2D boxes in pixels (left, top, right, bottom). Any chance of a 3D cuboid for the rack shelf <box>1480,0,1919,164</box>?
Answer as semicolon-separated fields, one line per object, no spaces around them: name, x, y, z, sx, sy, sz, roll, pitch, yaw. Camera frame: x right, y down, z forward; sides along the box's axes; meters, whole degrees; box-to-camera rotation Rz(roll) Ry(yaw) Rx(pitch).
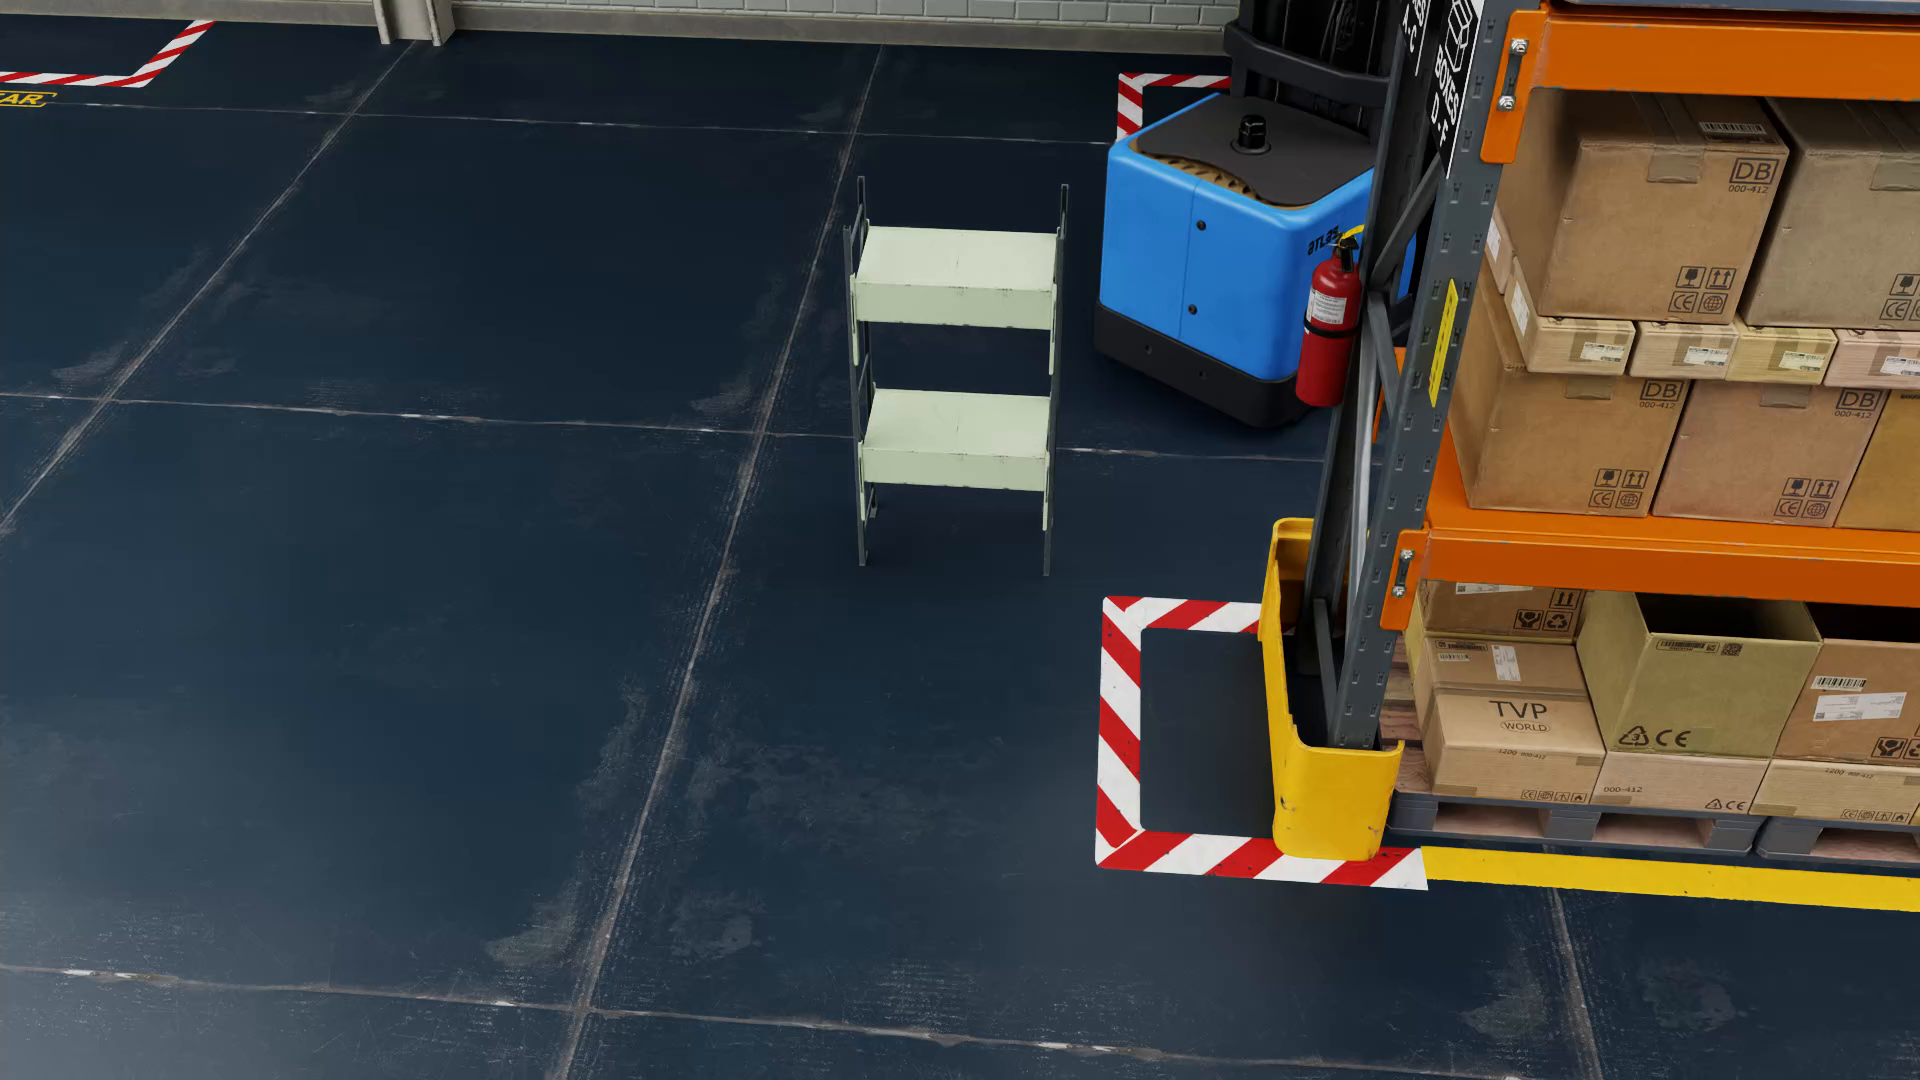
rack shelf;3.276;-1.257;4.112;4.000;0.370;1.077;3;39;4

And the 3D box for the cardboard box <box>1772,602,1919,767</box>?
cardboard box;2.796;0.346;5.201;0.500;0.500;0.500;3;39;4

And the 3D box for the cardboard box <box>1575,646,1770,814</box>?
cardboard box;2.297;0.616;5.462;0.500;0.250;0.500;3;39;4

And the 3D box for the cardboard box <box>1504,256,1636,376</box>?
cardboard box;1.656;-0.615;4.536;0.250;0.149;0.380;3;39;4

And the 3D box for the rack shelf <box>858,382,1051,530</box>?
rack shelf;-0.007;-0.329;6.483;0.720;0.370;0.431;3;39;4

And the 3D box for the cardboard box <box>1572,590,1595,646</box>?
cardboard box;2.343;0.285;5.869;0.500;0.250;0.500;3;39;4

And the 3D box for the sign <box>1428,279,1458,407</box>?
sign;1.230;-0.499;4.239;0.005;0.325;0.100;3;39;4

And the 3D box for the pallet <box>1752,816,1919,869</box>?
pallet;3.261;0.683;5.743;1.213;0.211;1.003;3;39;4

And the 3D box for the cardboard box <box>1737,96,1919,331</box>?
cardboard box;2.325;-0.962;4.449;0.500;0.500;0.700;2;39;3

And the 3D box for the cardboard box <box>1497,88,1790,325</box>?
cardboard box;1.800;-0.987;4.480;0.500;0.500;0.700;3;39;4

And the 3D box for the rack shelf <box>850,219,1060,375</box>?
rack shelf;-0.007;-0.885;6.031;0.720;0.370;0.431;3;39;4

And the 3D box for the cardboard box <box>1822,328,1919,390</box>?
cardboard box;2.419;-0.573;4.484;0.250;0.149;0.380;3;39;3

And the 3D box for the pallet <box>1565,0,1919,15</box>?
pallet;1.986;-1.556;3.979;1.213;0.211;1.003;3;39;4

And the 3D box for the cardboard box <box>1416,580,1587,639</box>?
cardboard box;1.844;-0.027;5.658;0.500;0.500;0.500;3;39;4

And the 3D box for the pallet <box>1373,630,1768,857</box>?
pallet;2.049;0.615;5.827;1.213;0.211;1.003;3;39;4

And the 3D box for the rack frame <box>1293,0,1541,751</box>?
rack frame;1.284;-0.481;4.965;0.127;3.000;1.000;3;39;4

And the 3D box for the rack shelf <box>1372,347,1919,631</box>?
rack shelf;3.276;-0.093;5.059;4.000;0.370;1.077;3;39;4

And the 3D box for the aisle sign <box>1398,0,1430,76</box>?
aisle sign;1.244;-1.678;4.376;0.004;0.787;0.394;3;39;4

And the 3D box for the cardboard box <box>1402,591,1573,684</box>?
cardboard box;1.843;0.265;5.893;0.500;0.250;0.500;3;39;4

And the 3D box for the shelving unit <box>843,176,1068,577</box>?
shelving unit;-0.007;-0.582;6.277;0.755;1.500;0.431;3;39;4

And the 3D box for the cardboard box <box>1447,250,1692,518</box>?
cardboard box;1.748;-0.487;4.893;0.500;0.500;0.700;3;39;4

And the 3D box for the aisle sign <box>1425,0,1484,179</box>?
aisle sign;1.192;-1.301;3.912;0.004;0.787;0.394;3;39;4

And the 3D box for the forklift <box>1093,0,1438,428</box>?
forklift;2.004;-2.457;7.447;1.130;2.935;3.031;31;48;32

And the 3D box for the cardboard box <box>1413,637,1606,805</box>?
cardboard box;1.799;0.591;5.493;0.500;0.250;0.500;3;39;4

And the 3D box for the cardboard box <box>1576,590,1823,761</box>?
cardboard box;2.297;0.326;5.224;0.500;0.500;0.500;3;39;4

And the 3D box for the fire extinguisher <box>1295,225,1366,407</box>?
fire extinguisher;1.206;-0.750;5.357;0.183;0.674;0.296;3;39;4

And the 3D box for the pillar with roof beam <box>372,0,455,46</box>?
pillar with roof beam;-3.870;-4.049;4.596;0.400;9.000;9.100;3;39;4

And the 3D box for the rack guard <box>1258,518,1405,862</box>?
rack guard;1.260;0.487;5.756;0.348;0.500;1.175;3;39;4

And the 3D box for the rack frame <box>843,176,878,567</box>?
rack frame;-0.371;-0.602;6.301;0.023;1.500;0.400;3;39;4

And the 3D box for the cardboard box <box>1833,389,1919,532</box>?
cardboard box;2.765;-0.430;4.823;0.500;0.500;0.700;3;39;4

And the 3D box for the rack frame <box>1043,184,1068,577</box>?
rack frame;0.358;-0.562;6.252;0.023;1.500;0.400;3;39;4

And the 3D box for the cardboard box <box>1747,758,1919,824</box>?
cardboard box;2.795;0.644;5.429;0.500;0.250;0.500;3;39;4

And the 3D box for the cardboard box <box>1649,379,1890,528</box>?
cardboard box;2.271;-0.461;4.861;0.500;0.500;0.700;4;39;5

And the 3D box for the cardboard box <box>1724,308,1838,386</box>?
cardboard box;2.168;-0.588;4.503;0.250;0.149;0.380;3;39;4

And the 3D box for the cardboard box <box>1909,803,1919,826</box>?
cardboard box;3.293;0.674;5.391;0.500;0.250;0.500;3;39;4

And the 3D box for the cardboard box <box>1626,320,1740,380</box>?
cardboard box;1.919;-0.602;4.521;0.250;0.149;0.380;2;39;3

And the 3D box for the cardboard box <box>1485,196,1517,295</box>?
cardboard box;1.681;-0.871;4.851;0.250;0.149;0.380;3;39;3
